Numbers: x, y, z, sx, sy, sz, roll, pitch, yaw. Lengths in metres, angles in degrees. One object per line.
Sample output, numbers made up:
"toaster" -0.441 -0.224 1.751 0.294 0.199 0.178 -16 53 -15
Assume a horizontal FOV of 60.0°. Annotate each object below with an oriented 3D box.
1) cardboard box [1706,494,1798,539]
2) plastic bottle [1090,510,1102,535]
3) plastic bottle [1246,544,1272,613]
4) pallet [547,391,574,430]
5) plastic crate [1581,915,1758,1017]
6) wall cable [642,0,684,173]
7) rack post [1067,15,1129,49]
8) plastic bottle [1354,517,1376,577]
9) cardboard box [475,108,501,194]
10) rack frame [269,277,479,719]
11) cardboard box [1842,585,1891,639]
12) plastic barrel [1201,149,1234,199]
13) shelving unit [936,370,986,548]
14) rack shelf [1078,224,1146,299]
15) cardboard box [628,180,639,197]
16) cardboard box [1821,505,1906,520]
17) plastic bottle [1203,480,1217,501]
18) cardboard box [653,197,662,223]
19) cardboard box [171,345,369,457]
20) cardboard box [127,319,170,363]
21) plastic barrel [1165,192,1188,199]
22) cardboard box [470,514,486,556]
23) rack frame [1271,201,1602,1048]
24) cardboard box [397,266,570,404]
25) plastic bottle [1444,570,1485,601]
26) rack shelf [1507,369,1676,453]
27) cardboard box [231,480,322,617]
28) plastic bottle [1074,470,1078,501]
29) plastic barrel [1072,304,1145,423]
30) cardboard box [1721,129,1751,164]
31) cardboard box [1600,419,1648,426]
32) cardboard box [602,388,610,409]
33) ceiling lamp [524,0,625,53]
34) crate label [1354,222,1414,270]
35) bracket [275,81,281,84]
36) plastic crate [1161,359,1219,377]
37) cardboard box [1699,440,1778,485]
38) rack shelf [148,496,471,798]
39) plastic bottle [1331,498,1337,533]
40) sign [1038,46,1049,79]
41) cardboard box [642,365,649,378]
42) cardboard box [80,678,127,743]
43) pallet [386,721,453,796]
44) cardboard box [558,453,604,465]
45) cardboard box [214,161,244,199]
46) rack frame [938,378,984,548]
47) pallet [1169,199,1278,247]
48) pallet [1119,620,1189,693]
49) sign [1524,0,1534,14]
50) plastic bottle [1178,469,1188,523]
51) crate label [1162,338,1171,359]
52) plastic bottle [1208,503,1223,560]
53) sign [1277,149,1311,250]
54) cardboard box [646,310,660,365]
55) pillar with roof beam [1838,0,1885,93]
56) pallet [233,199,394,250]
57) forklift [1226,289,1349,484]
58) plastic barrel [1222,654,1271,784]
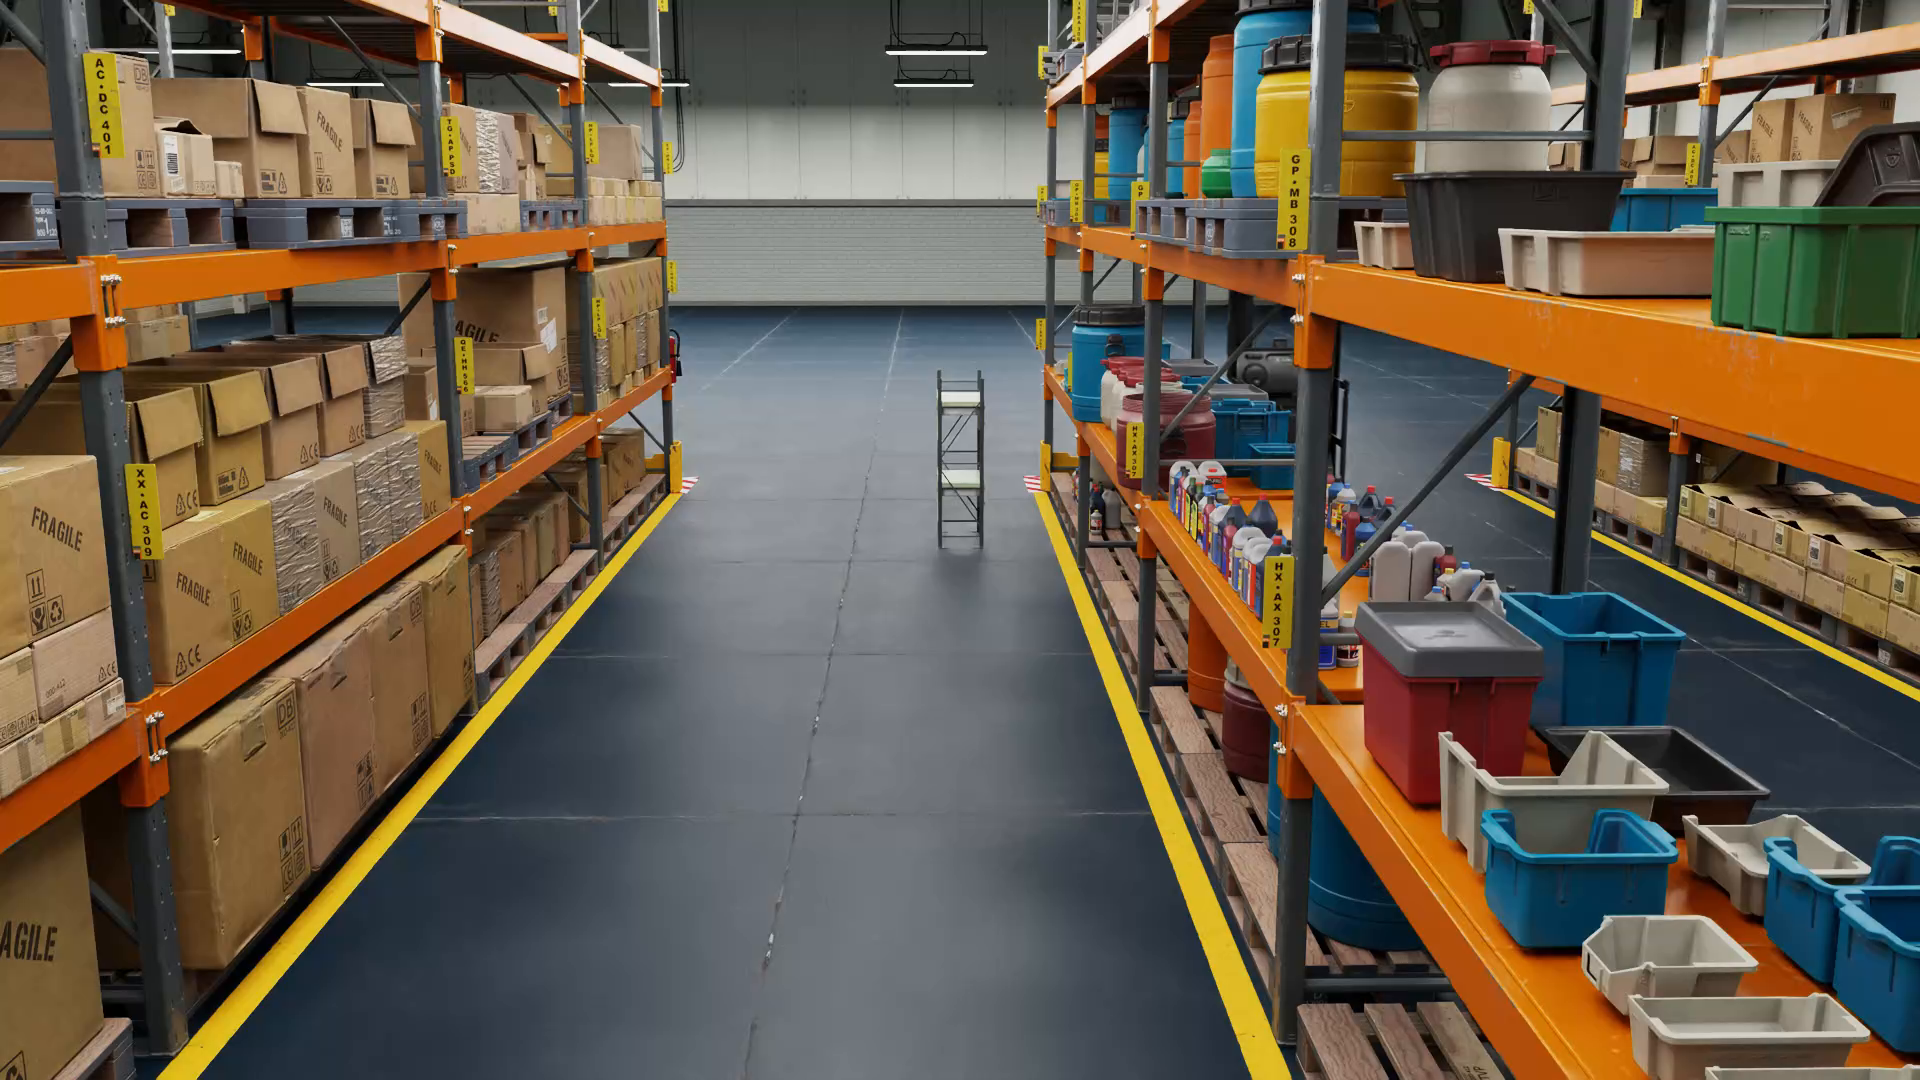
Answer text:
"cardboard box" 6.201 -0.209 12.995 0.500 0.311 0.500 0 11 -2
"plastic bottle" 1.165 -0.154 14.207 0.097 0.201 0.097 0 11 0
"plastic bottle" 1.300 0.162 7.029 0.152 0.276 0.135 0 11 -1
"pallet" -3.597 -0.972 12.790 1.003 0.211 1.213 0 11 -1
"plastic crate" 1.488 0.913 3.527 0.298 0.136 0.250 0 11 -1
"wall cable" -9.175 -13.007 47.987 2.305 6.003 0.169 0 11 -1
"rack post" 1.473 -4.552 15.056 0.937 0.300 0.954 0 11 -2
"plastic bottle" 1.874 0.029 7.695 0.097 0.271 0.097 0 11 0
"cardboard box" -3.145 -2.383 10.208 0.500 0.500 0.500 0 11 -1
"rack frame" -3.385 -0.424 9.604 1.000 3.000 0.127 0 11 -1
"cardboard box" 6.250 0.472 11.048 0.500 0.250 0.500 0 11 -2
"plastic barrel" 1.359 -1.832 8.336 0.294 0.245 0.294 0 11 0
"shelving unit" 0.000 -0.736 14.917 0.431 1.500 0.755 0 11 -1
"rack shelf" 1.525 -1.959 11.437 1.077 0.370 4.000 0 11 -1
"cardboard box" -3.213 -3.293 15.578 0.380 0.149 0.250 -1 11 -4
"cardboard box" 6.756 -0.110 12.506 0.500 0.311 0.500 0 11 -1
"plastic bottle" 1.298 -0.179 8.720 0.097 0.271 0.097 0 11 0
"cardboard box" -3.287 -3.316 16.692 0.500 0.250 0.500 0 11 0
"cardboard box" -3.376 -0.689 8.139 0.797 0.503 0.637 0 11 0
"cardboard box" -8.425 -1.904 16.525 0.875 0.550 0.550 0 11 -1
"plastic barrel" 1.307 -2.098 10.661 0.301 0.262 0.301 0 11 0
"cardboard box" -3.450 -0.020 10.909 0.500 0.250 0.500 1 12 5
"rack frame" 1.649 0.351 5.785 1.000 3.000 0.127 0 11 -1
"cardboard box" -3.591 -1.560 12.640 1.000 1.000 1.000 0 11 -1
"plastic bottle" 2.013 0.245 6.617 0.152 0.276 0.135 0 11 -1
"rack shelf" 6.395 -1.304 15.751 1.077 0.370 4.000 0 11 -1
"cardboard box" -3.083 0.030 7.113 0.500 0.500 0.500 0 11 -2
"plastic bottle" 1.114 -0.512 15.764 0.061 0.283 0.133 0 11 0
"plastic barrel" 1.189 -1.407 13.189 0.600 0.901 0.708 0 11 -1
"cardboard box" 6.690 -3.154 13.855 0.500 0.500 0.500 1 11 4
"cardboard box" 6.171 -0.874 15.796 0.500 0.500 0.500 0 11 -1
"cardboard box" -3.164 -1.190 14.010 0.380 0.149 0.250 0 11 -1
"ceiling lamp" -7.523 -11.045 32.188 2.000 3.185 0.800 0 11 -1
"crate label" 1.371 -0.891 5.027 0.293 0.136 0.466 0 11 -1
"bracket" -19.630 -13.033 47.613 0.235 0.232 0.430 0 11 -1
"plastic crate" 1.800 -1.176 13.149 0.402 0.464 0.583 0 11 -1
"cardboard box" 6.740 -0.578 14.338 0.500 0.500 0.500 0 11 -1
"rack shelf" -3.344 0.326 7.715 1.077 0.370 4.000 0 11 -1
"plastic bottle" 1.997 -0.141 8.710 0.097 0.201 0.097 0 11 0
"sign" 0.851 -4.871 16.960 0.100 0.325 0.005 0 11 -1
"cardboard box" -3.287 -1.686 16.458 0.380 0.149 0.250 0 11 -1
"cardboard box" -2.969 0.554 5.417 0.380 0.149 0.250 0 11 -1
"pallet" -3.444 1.100 9.107 1.003 0.211 1.213 0 11 -1
"cardboard box" -3.547 -0.516 15.290 0.500 0.500 0.500 -1 12 -6
"cardboard box" -3.183 -1.478 6.831 0.380 0.149 0.250 -1 11 -3
"rack frame" 0.007 -0.664 14.558 0.400 1.500 0.023 0 11 -1
"pallet" 1.509 -1.407 7.382 1.003 0.211 1.213 0 11 -1
"pallet" 1.590 0.768 10.741 1.003 0.211 1.213 0 11 -1
"sign" 5.799 -5.528 16.929 0.100 0.325 0.005 0 11 -1
"plastic bottle" 1.214 -0.234 8.962 0.061 0.283 0.133 0 11 -1
"crate label" 1.710 -1.687 15.741 0.502 0.435 0.616 0 11 -1
"plastic bottle" 1.251 -0.041 8.040 0.097 0.271 0.097 0 11 0
"sign" 1.099 -1.122 5.476 0.100 0.325 0.005 0 11 -1
"cardboard box" -3.436 -2.000 16.376 0.875 0.500 0.500 0 11 -1
"pillar with roof beam" 7.758 -6.055 22.270 9.100 9.000 0.400 0 11 -1
"pallet" -3.293 -1.451 7.599 1.003 0.211 1.213 0 11 1
"forklift" 3.132 -1.657 15.854 1.130 2.935 3.031 0 11 -1
"plastic barrel" 1.617 0.854 8.316 0.600 0.588 0.708 0 11 -1
